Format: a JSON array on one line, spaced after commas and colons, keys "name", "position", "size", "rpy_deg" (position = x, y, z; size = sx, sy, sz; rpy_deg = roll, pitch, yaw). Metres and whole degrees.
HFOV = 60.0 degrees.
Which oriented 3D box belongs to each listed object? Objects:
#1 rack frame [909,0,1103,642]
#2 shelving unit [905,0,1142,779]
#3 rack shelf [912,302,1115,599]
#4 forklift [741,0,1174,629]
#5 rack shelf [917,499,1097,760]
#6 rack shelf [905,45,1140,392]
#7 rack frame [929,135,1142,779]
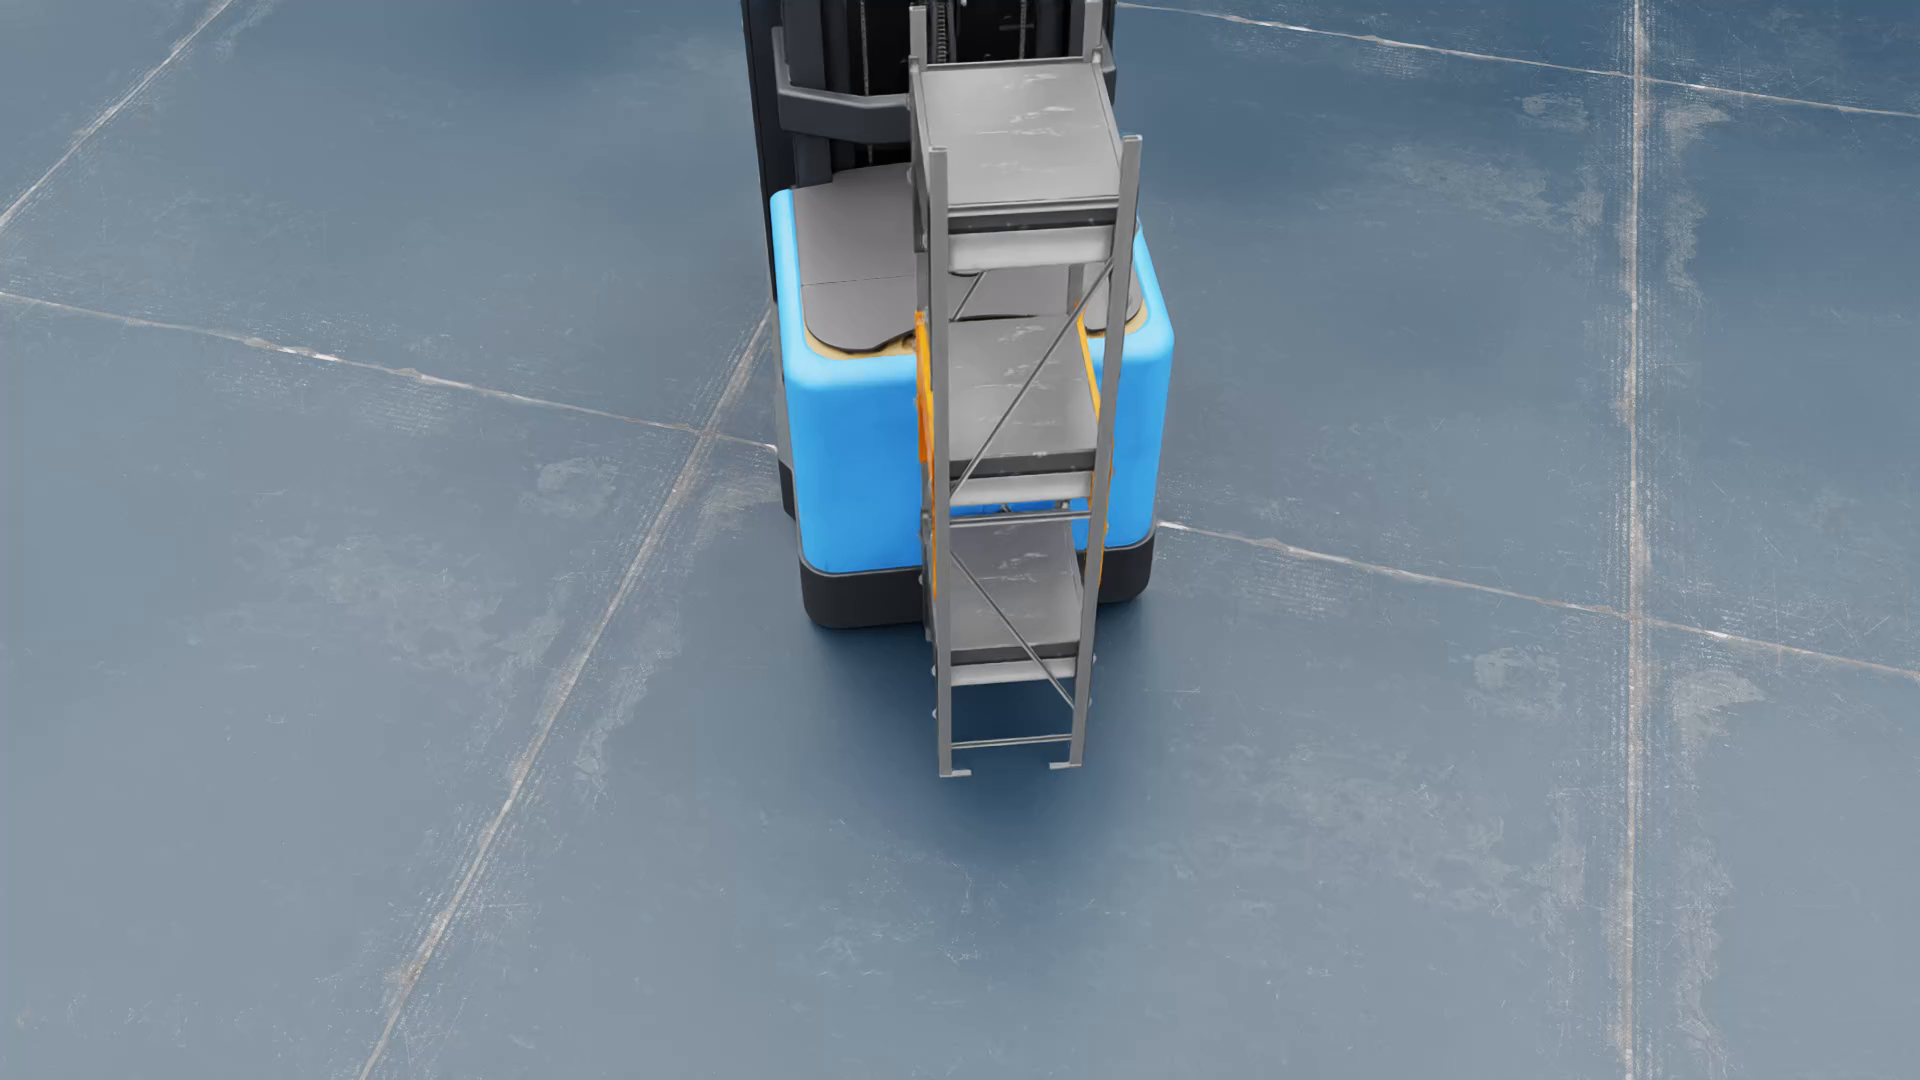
[{"name": "rack frame", "position": [0.096, -0.409, 4.211], "size": [0.400, 2.100, 0.015], "rpy_deg": [-4, 49, -4]}, {"name": "shelving unit", "position": [0.118, -0.227, 4.050], "size": [0.431, 2.100, 0.503], "rpy_deg": [-4, 49, -4]}, {"name": "rack shelf", "position": [0.119, -0.218, 4.060], "size": [0.431, 0.518, 0.480], "rpy_deg": [-4, 49, -4]}, {"name": "forklift", "position": [-0.121, -1.825, 4.906], "size": [1.130, 2.935, 3.031], "rpy_deg": [-5, 49, -5]}, {"name": "rack shelf", "position": [0.119, 0.245, 4.585], "size": [0.431, 0.518, 0.480], "rpy_deg": [-4, 49, -4]}, {"name": "rack shelf", "position": [0.118, -0.682, 3.536], "size": [0.431, 0.518, 0.480], "rpy_deg": [-4, 49, -4]}, {"name": "rack frame", "position": [0.141, -0.045, 3.889], "size": [0.400, 2.100, 0.015], "rpy_deg": [-4, 49, -4]}]
